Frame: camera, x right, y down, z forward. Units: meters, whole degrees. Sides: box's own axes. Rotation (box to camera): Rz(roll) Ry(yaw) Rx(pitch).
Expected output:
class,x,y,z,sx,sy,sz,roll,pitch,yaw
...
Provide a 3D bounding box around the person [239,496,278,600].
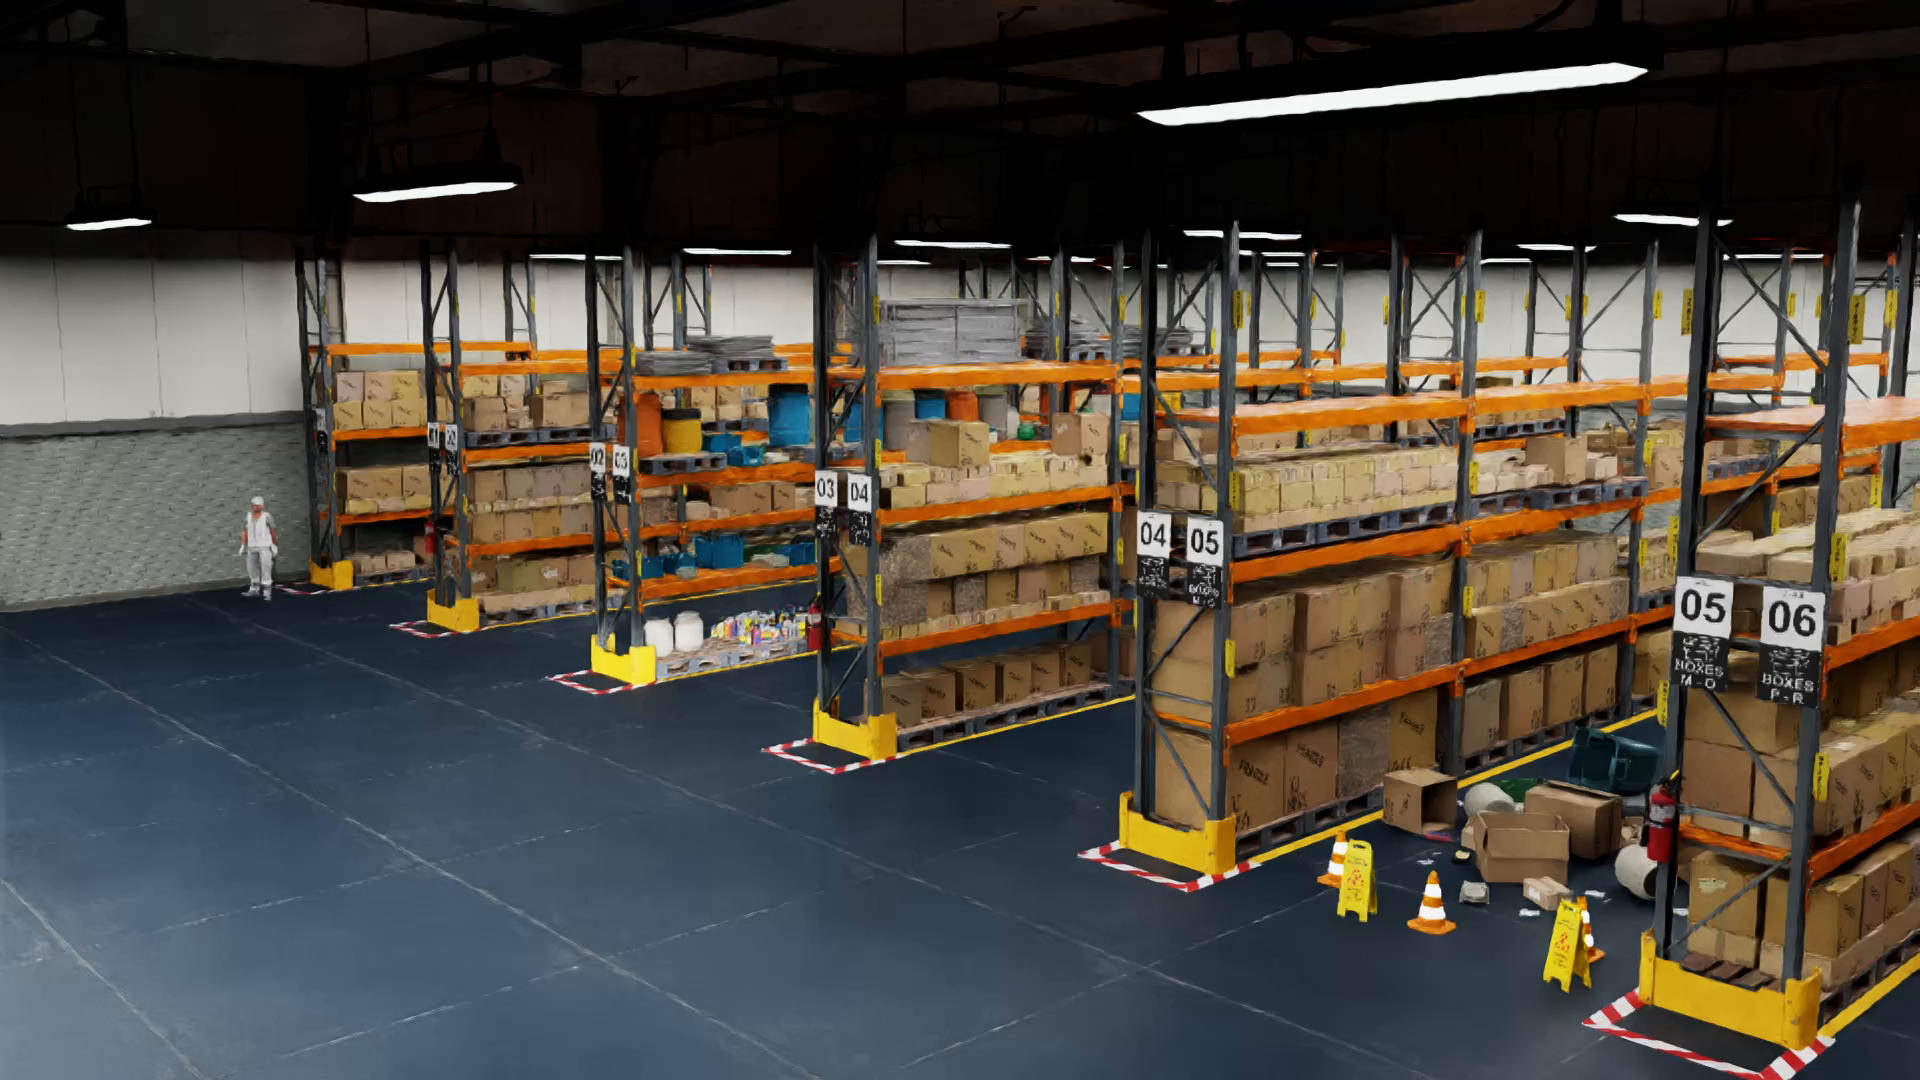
class,x,y,z,sx,sy,sz,roll,pitch,yaw
person,-12.051,0.125,28.439,0.708,1.787,0.473,1,8,5

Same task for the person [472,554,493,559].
class,x,y,z,sx,sy,sz,roll,pitch,yaw
person,-8.209,0.082,28.633,0.452,1.768,0.632,2,9,16
